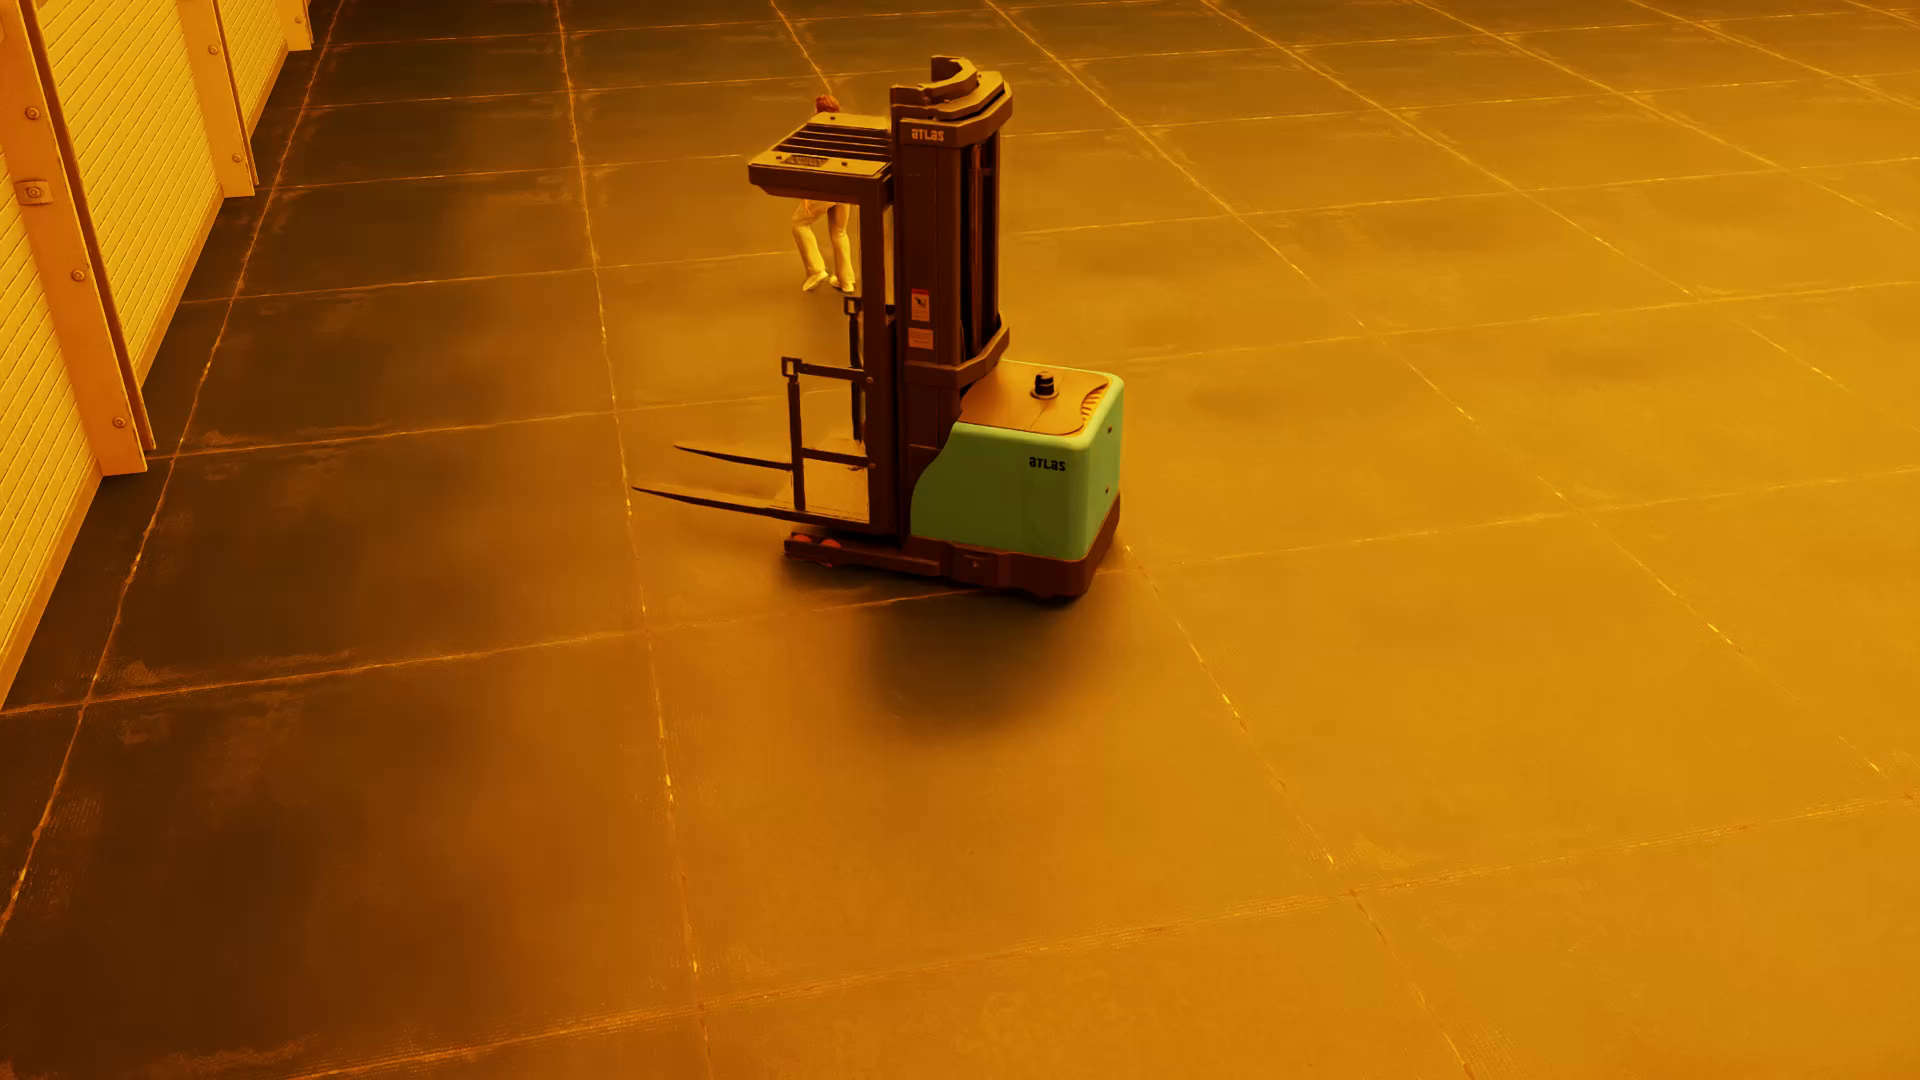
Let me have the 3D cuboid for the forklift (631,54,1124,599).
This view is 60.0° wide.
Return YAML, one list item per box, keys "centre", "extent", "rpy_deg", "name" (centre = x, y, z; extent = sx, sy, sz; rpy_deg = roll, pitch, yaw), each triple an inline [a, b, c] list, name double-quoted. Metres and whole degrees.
- centre: [-0.569, -1.344, 9.896]
  extent: [3.031, 2.935, 1.130]
  rpy_deg: [9, 31, 15]
  name: "forklift"

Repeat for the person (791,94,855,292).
- centre: [-1.112, -2.882, 13.845]
  extent: [0.549, 1.665, 0.475]
  rpy_deg: [-24, 38, -35]
  name: "person"
